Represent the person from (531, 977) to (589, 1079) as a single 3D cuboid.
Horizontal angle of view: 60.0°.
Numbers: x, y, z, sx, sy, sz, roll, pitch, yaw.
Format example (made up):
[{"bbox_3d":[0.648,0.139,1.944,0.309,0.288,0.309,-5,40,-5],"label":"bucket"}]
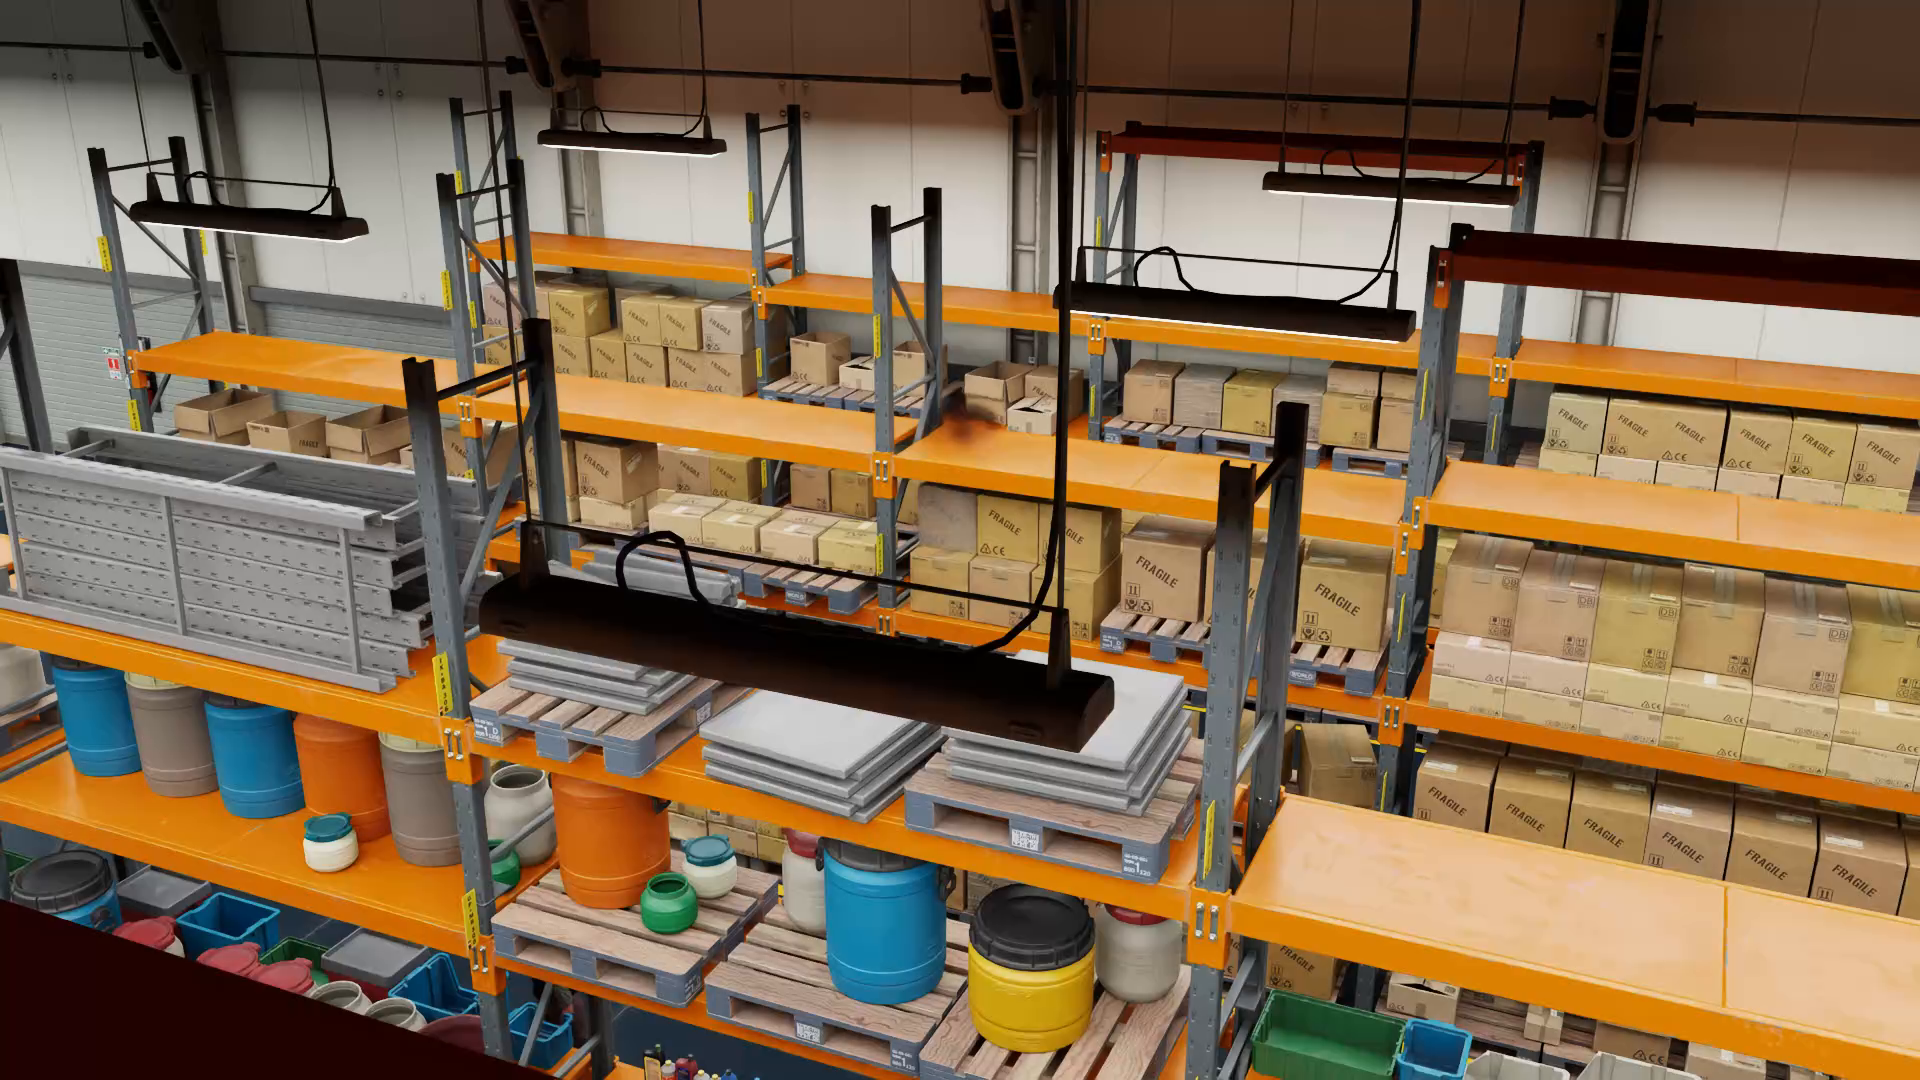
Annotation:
[{"bbox_3d":[-2.830,3.216,11.768,0.551,1.778,0.590,-5,21,-13],"label":"person"}]
